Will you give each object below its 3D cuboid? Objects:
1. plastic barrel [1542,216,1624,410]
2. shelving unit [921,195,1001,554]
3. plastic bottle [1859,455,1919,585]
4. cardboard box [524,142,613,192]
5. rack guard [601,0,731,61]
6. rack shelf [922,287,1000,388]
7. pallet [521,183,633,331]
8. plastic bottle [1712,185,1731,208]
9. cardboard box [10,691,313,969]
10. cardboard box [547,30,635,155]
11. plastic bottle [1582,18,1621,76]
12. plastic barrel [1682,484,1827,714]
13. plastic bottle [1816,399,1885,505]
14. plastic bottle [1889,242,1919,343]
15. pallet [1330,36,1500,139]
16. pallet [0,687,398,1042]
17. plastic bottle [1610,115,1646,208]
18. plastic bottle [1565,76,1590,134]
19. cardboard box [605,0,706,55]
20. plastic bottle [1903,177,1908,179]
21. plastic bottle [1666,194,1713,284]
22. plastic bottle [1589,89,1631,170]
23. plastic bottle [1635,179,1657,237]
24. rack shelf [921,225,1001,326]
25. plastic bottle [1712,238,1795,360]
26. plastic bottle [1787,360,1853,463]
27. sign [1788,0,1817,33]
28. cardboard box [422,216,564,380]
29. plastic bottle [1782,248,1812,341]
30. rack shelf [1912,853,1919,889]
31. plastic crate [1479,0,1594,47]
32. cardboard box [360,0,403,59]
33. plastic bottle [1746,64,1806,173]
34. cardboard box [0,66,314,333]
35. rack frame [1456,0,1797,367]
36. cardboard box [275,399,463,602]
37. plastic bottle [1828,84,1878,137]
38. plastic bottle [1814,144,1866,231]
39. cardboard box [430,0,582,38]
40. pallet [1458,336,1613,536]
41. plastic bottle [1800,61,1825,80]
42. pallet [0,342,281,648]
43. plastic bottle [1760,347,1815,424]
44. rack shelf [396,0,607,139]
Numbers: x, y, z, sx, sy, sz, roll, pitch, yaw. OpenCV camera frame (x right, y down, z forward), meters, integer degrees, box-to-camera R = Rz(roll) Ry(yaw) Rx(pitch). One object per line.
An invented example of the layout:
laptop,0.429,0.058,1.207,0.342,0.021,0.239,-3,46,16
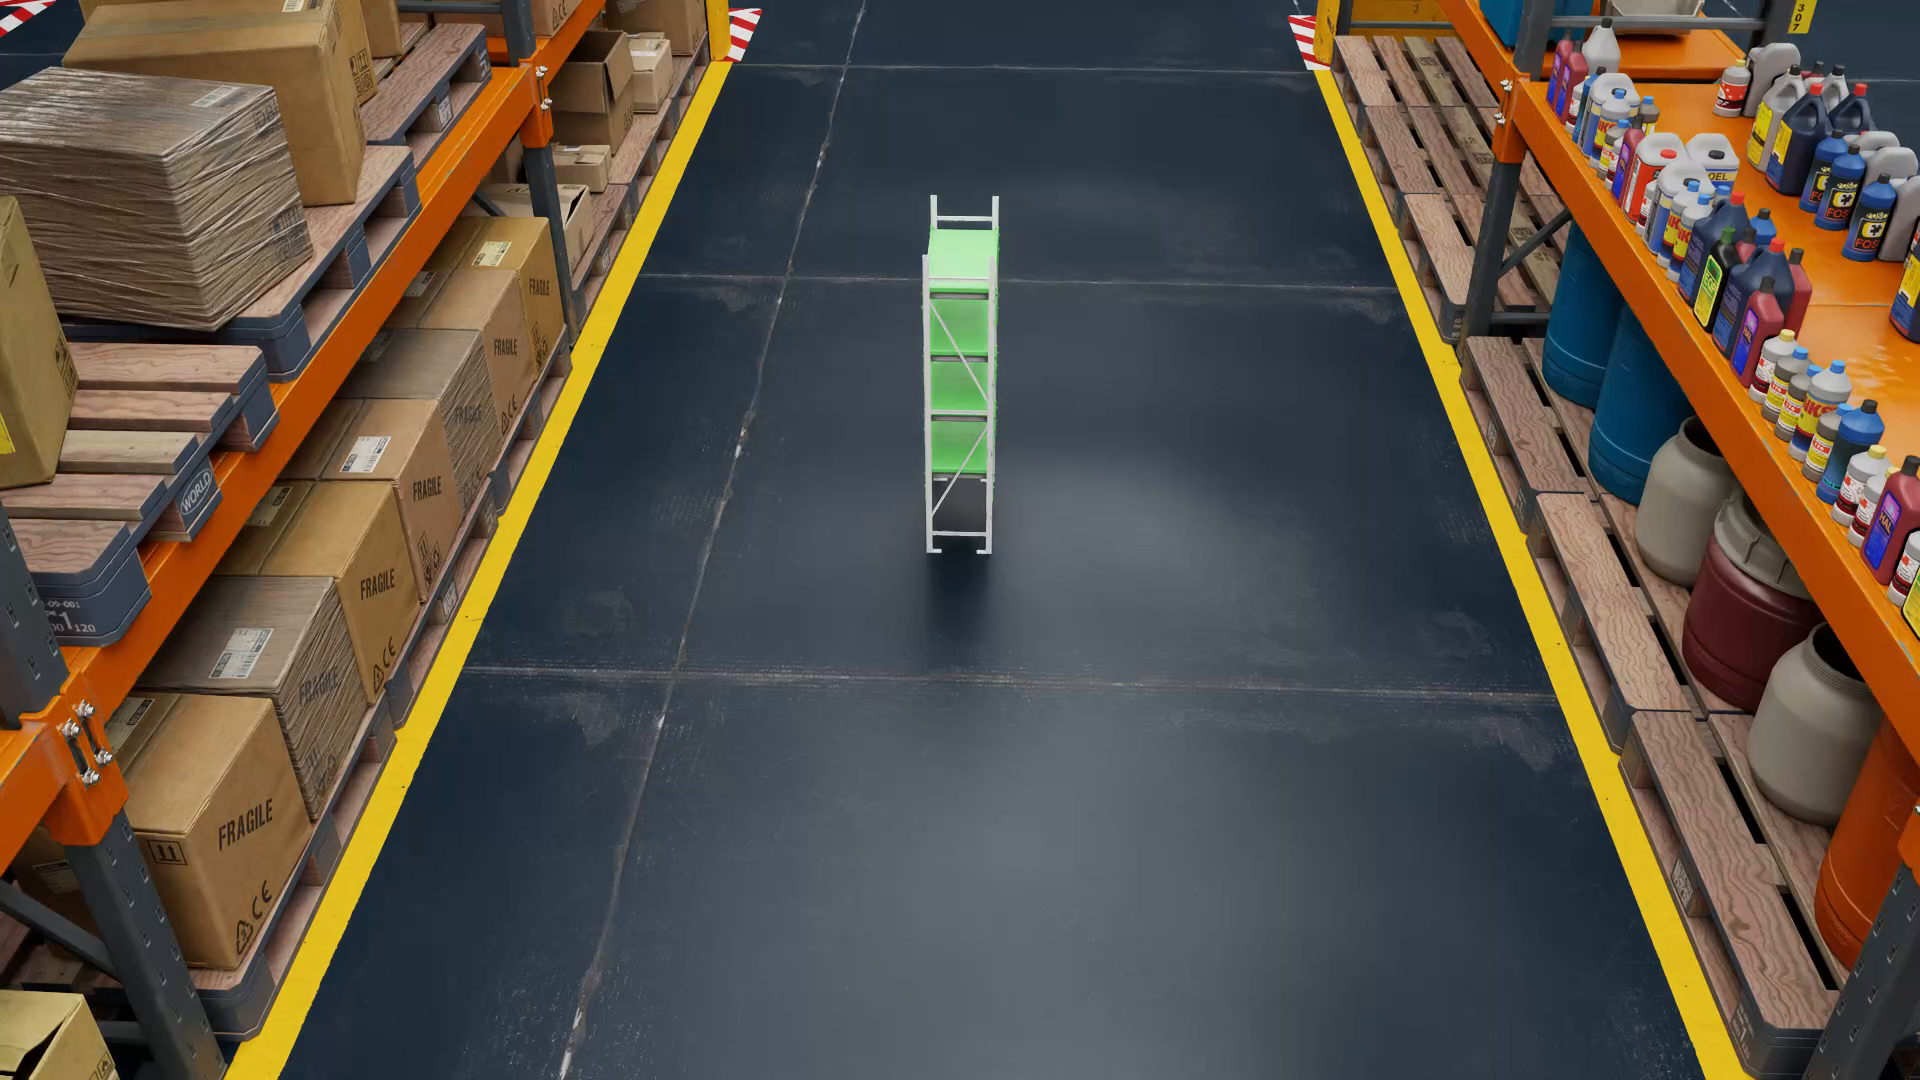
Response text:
plastic barrel,2.676,-1.019,6.550,0.600,0.901,0.708,1,35,2
shelving unit,0.007,-0.586,6.040,0.258,1.200,0.503,1,35,2
plastic bottle,2.153,-0.047,3.809,0.061,0.283,0.133,1,35,2
cardboard box,-1.977,-1.888,8.410,0.380,0.166,0.250,1,35,2
rack guard,-2.077,-3.366,10.604,1.175,0.500,0.348,1,35,2
rack shelf,0.007,-0.730,5.939,0.258,0.148,0.480,1,35,2
pallet,-2.206,-1.388,8.041,1.003,0.211,1.213,1,35,2
plastic bottle,2.394,-1.022,5.268,0.097,0.201,0.097,0,35,0
cardboard box,-2.091,0.752,4.363,0.500,0.500,0.500,3,35,4
cardboard box,-2.164,-2.372,8.805,0.797,0.503,0.637,1,35,2
plastic bottle,2.375,-1.779,6.216,0.144,0.351,0.185,1,35,2
plastic barrel,2.602,0.165,5.138,0.600,0.588,0.708,1,35,2
plastic bottle,2.184,-0.219,4.065,0.097,0.271,0.097,0,35,0
plastic bottle,2.803,-0.755,4.758,0.144,0.351,0.185,1,35,2
pallet,2.804,-2.702,9.911,1.003,0.211,1.213,1,35,2
pallet,-2.327,0.877,4.819,1.003,0.211,1.213,1,35,2
plastic bottle,2.238,-1.259,5.534,0.061,0.283,0.133,1,35,2
plastic bottle,2.282,-1.592,6.079,0.097,0.201,0.097,0,35,0
cardboard box,-1.849,-3.271,10.087,0.500,0.500,0.500,1,35,2
plastic bottle,3.004,-1.058,5.320,0.097,0.201,0.097,0,35,0
plastic bottle,2.233,-0.921,5.063,0.097,0.271,0.097,0,35,0
plastic bottle,2.269,-1.432,5.790,0.097,0.271,0.097,0,35,0
plastic bottle,2.246,-1.081,5.352,0.097,0.201,0.097,0,35,0
rack shelf,0.007,-0.926,5.801,0.258,0.148,0.480,1,35,2
plastic bottle,2.238,-0.689,4.664,0.144,0.351,0.185,1,35,2
plastic bottle,2.192,-0.331,4.224,0.097,0.271,0.097,0,35,0
sign,3.264,-2.117,6.413,0.100,0.325,0.005,1,35,2
cardboard box,-1.968,-1.001,6.857,0.500,0.500,0.500,1,35,2
plastic bottle,2.342,-0.673,4.701,0.061,0.283,0.133,1,35,2
rack shelf,2.474,1.724,1.814,1.077,0.370,4.000,1,35,2
plastic crate,2.393,-2.312,6.892,0.392,0.384,0.575,1,35,2
cardboard box,-2.477,-2.080,6.148,0.700,0.500,0.500,-10,36,-14
plastic bottle,2.861,-1.465,5.769,0.144,0.351,0.185,1,35,2
cardboard box,-2.255,-0.934,4.518,0.700,0.500,0.500,8,36,11
rack frame,2.715,-2.018,6.512,1.000,3.000,0.127,1,35,2
cardboard box,-2.035,-0.137,5.628,0.500,0.500,0.500,0,35,0
plastic bottle,2.997,-1.355,5.613,0.144,0.351,0.185,1,35,2
plastic bottle,2.856,-1.146,5.384,0.097,0.271,0.097,0,35,0
cardboard box,-1.942,-2.462,7.057,0.500,0.500,0.500,2,35,3
pallet,2.642,-0.434,6.684,1.003,0.211,1.213,1,35,2
plastic bottle,3.058,-1.602,6.022,0.061,0.283,0.133,1,35,2
pallet,-2.438,-0.148,4.019,1.213,0.211,1.003,1,35,2
plastic bottle,2.200,-0.414,4.404,0.097,0.201,0.097,0,35,0
rack shelf,-2.154,-2.989,8.520,1.077,0.370,4.000,1,35,2
